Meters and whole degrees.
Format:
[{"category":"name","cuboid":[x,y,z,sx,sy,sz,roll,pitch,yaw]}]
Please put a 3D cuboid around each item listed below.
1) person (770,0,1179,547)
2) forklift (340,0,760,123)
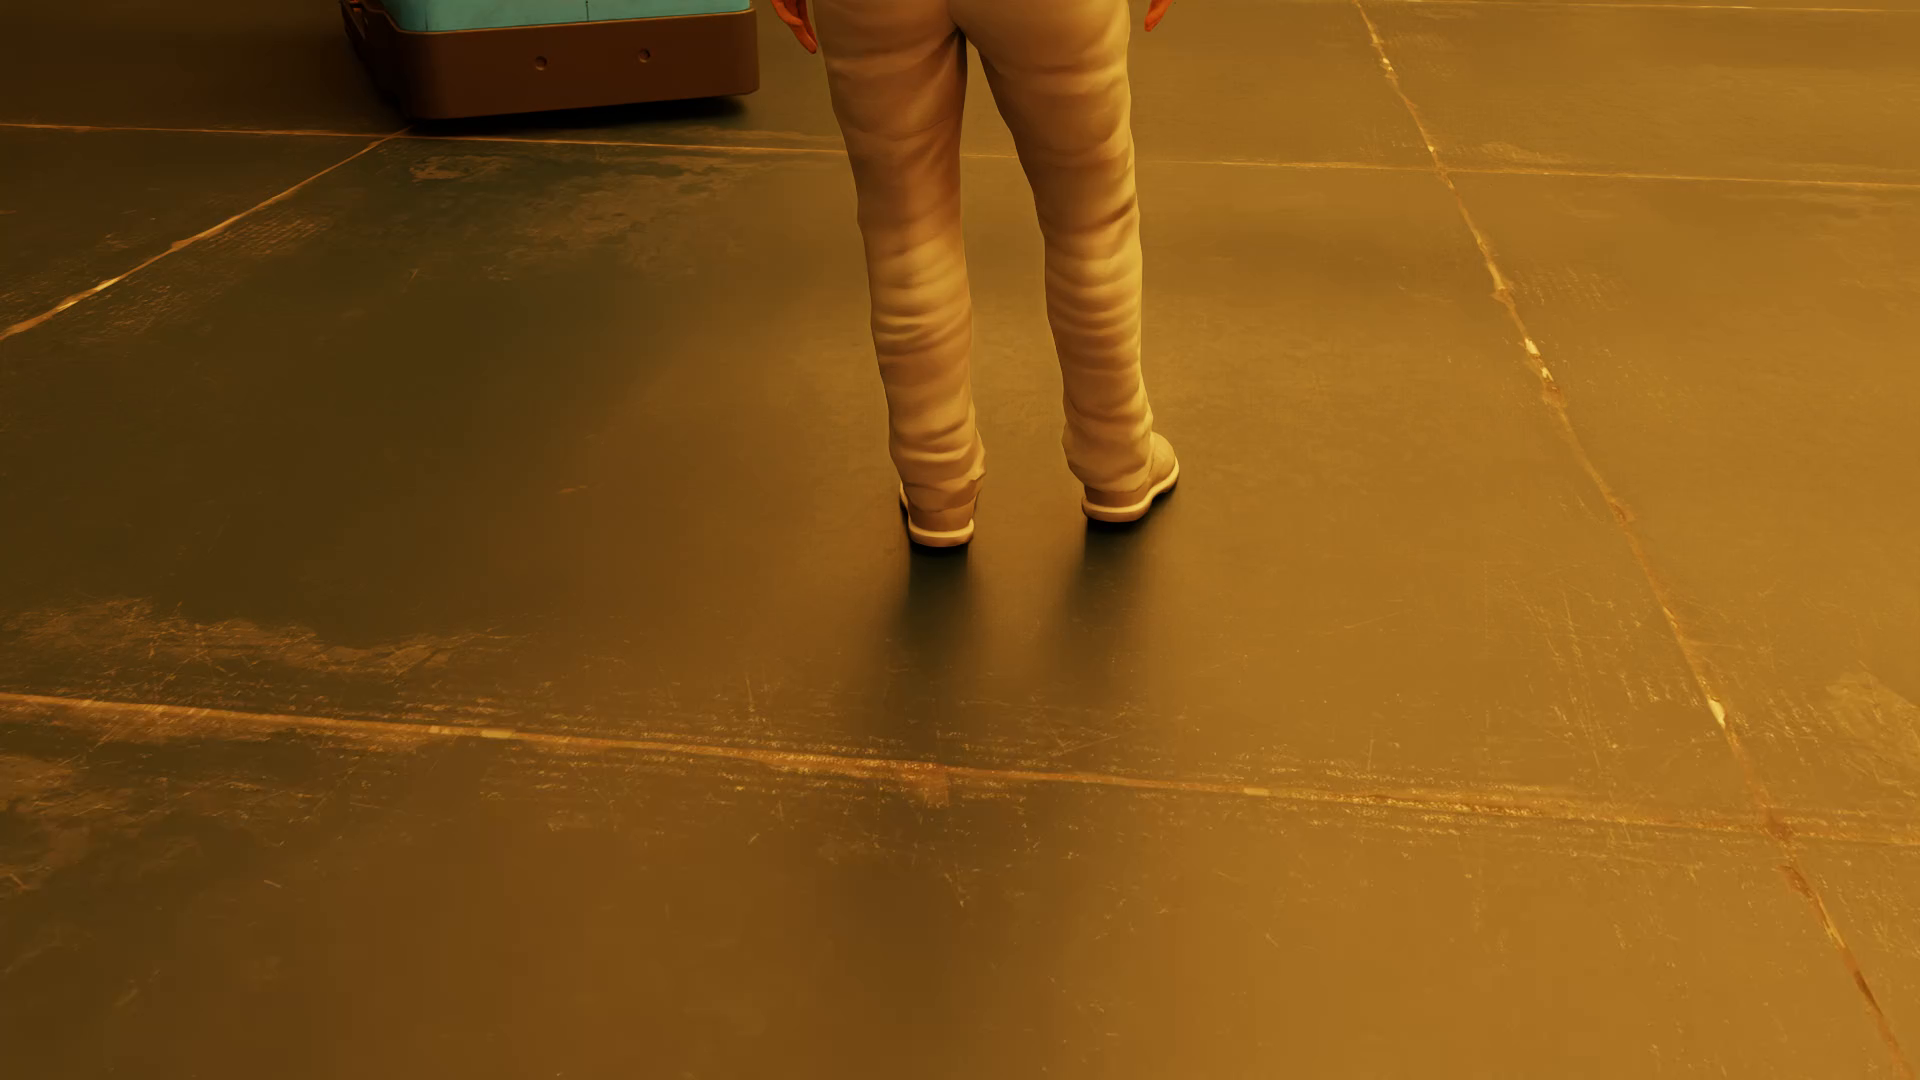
[{"category":"person","cuboid":[0.033,-0.786,2.191,0.598,1.670,0.525,3,27,7]},{"category":"forklift","cuboid":[-1.660,-3.144,5.519,1.130,2.935,3.031,-11,28,-21]}]
